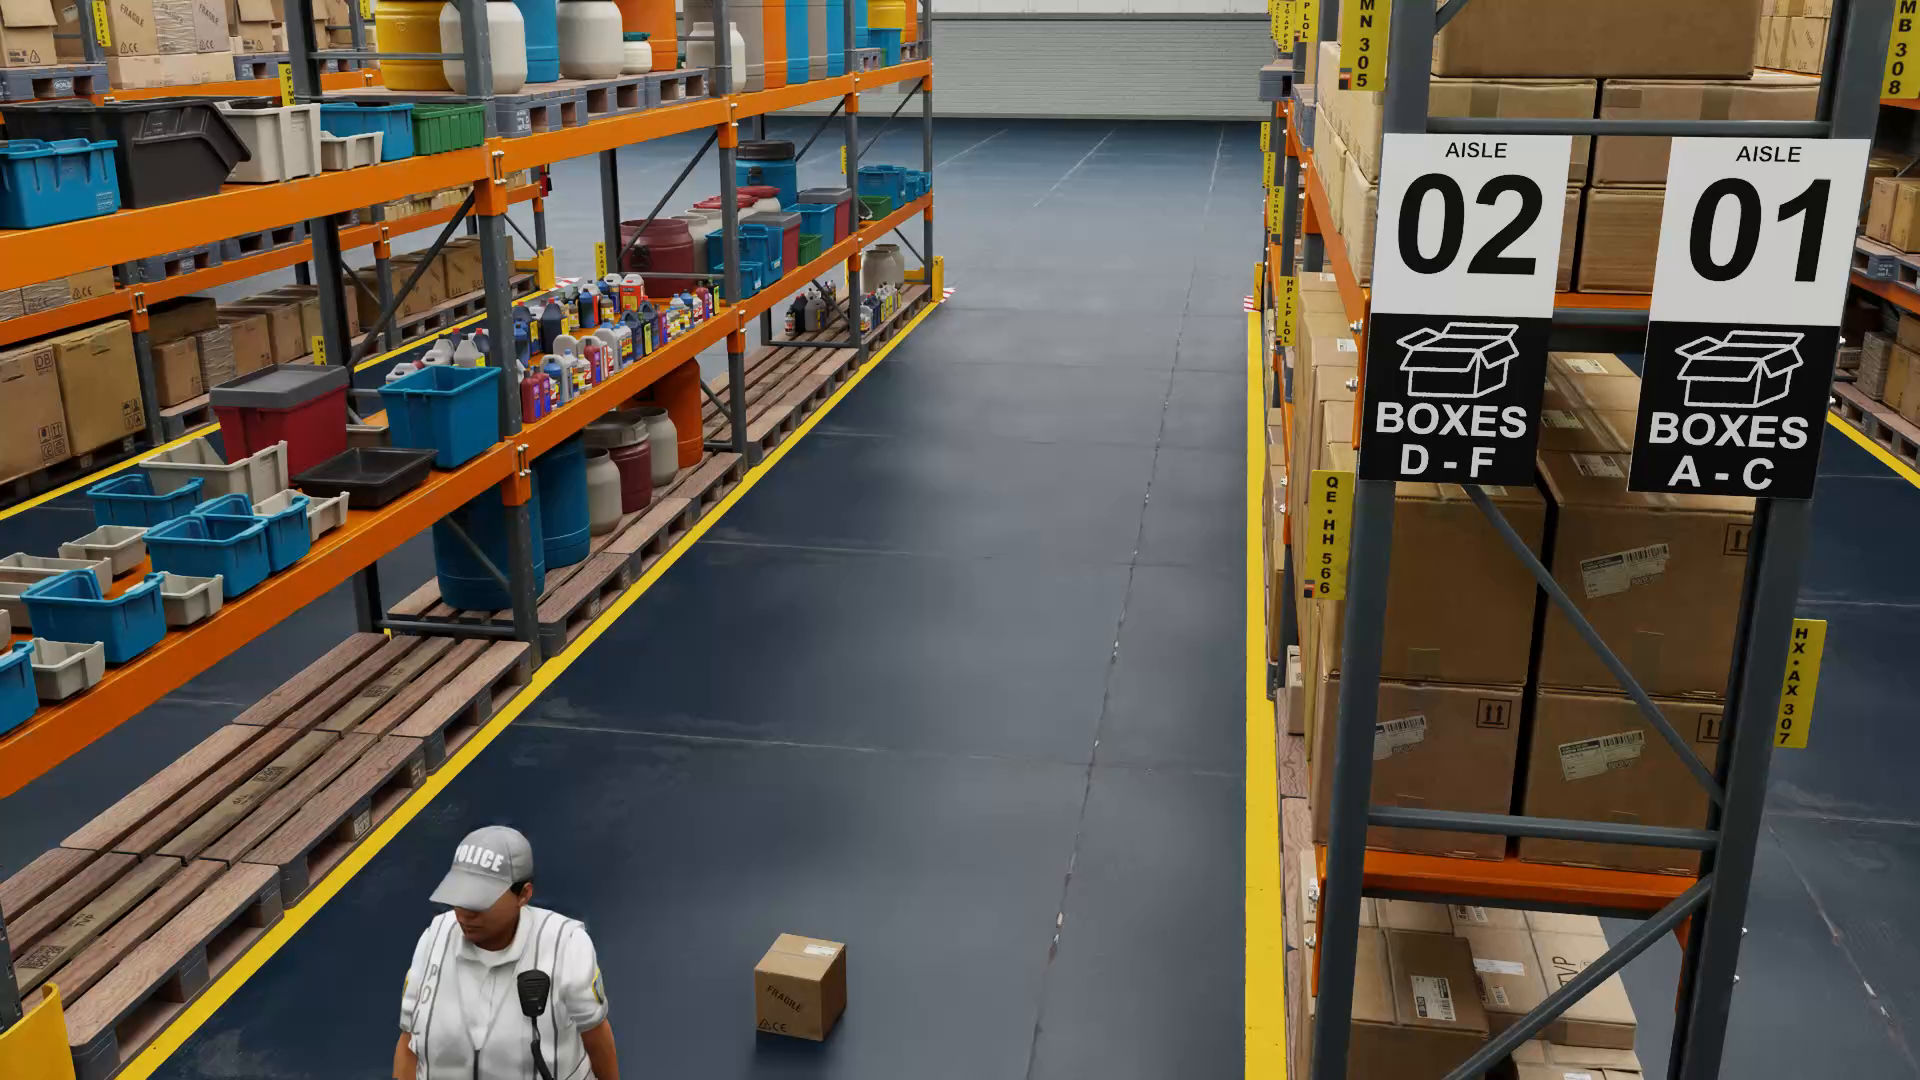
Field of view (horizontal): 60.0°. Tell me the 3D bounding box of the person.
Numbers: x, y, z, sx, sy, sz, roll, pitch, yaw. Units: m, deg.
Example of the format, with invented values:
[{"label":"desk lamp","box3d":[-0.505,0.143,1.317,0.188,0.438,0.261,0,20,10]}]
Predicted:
[{"label":"person","box3d":[-1.110,1.472,4.004,0.502,1.648,0.840,3,18,9]}]
